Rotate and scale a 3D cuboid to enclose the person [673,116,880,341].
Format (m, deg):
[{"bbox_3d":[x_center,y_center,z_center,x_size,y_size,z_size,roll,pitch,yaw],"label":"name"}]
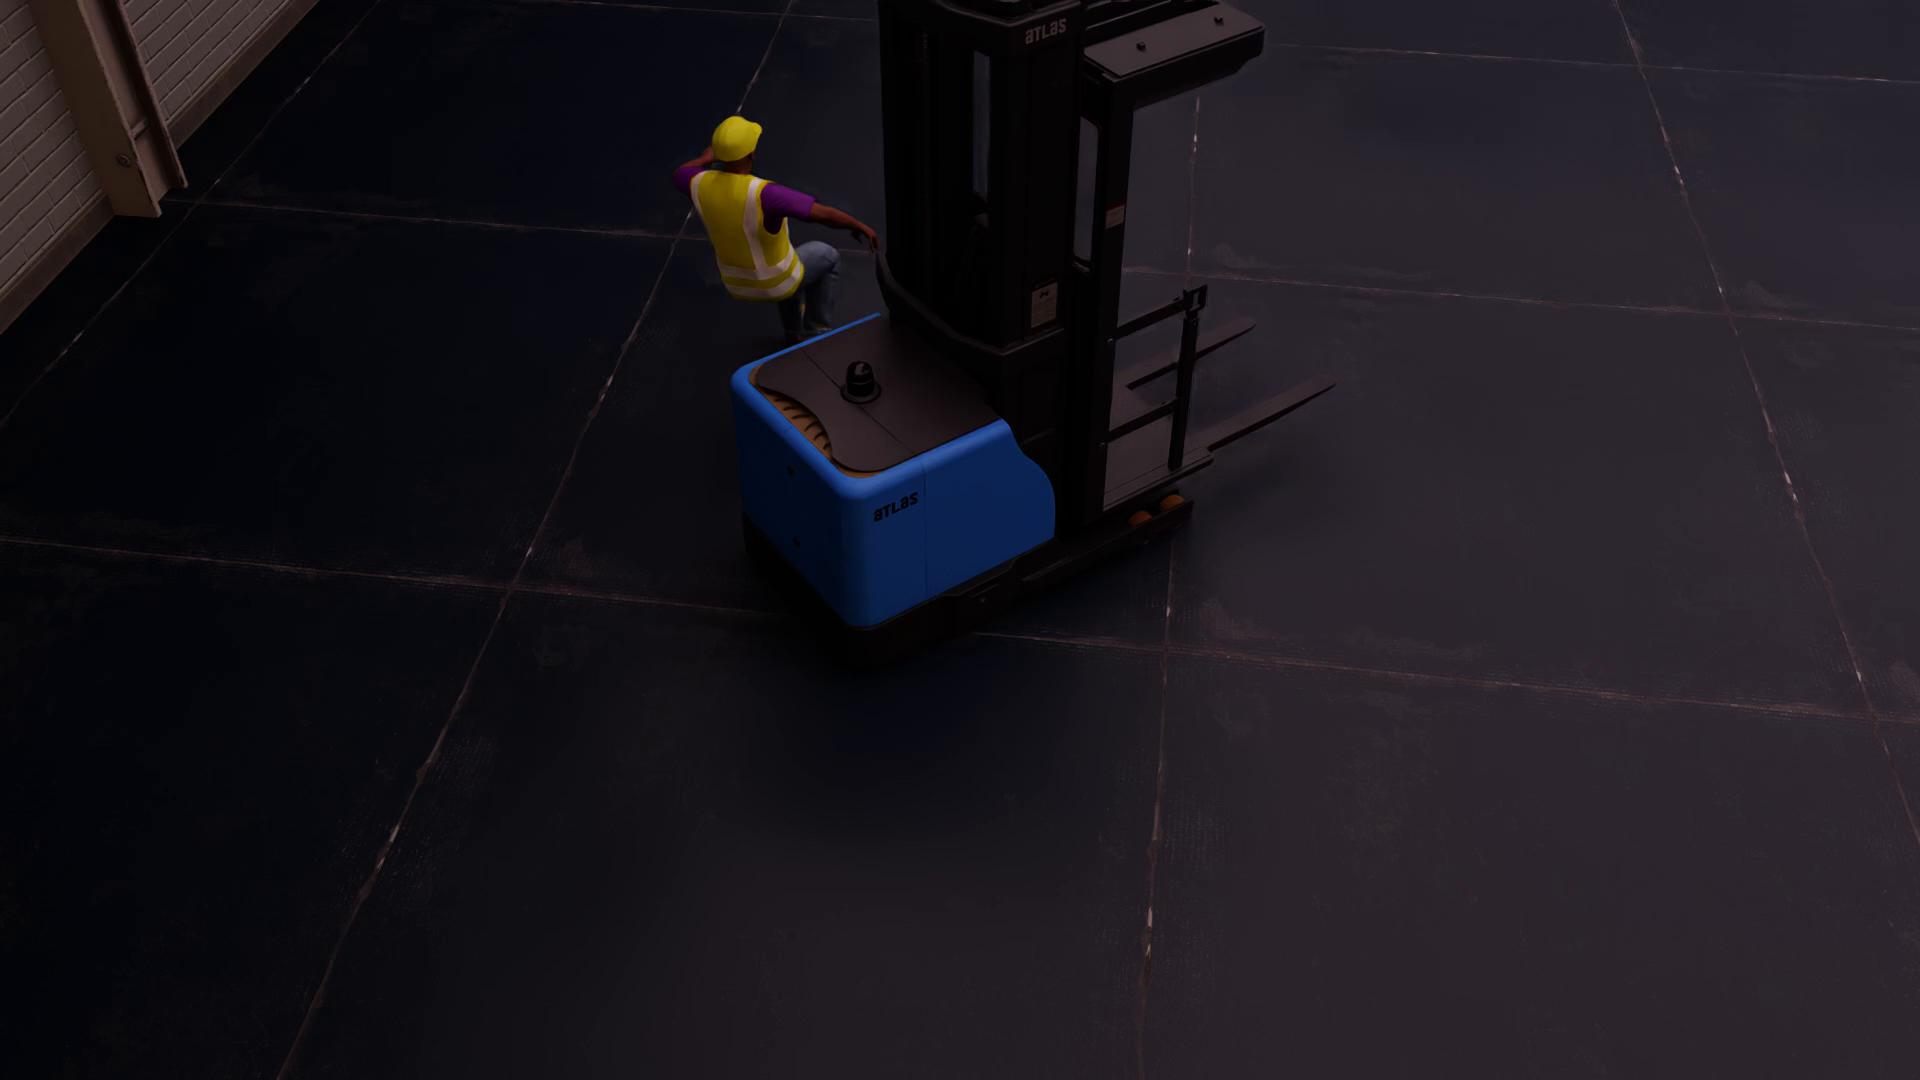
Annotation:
[{"bbox_3d":[-0.879,-1.531,8.435,1.126,1.534,0.892,15,45,16],"label":"person"}]

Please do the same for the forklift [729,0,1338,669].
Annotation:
[{"bbox_3d":[0.496,-1.321,7.163,3.031,2.935,1.130,-26,48,-25],"label":"forklift"}]
